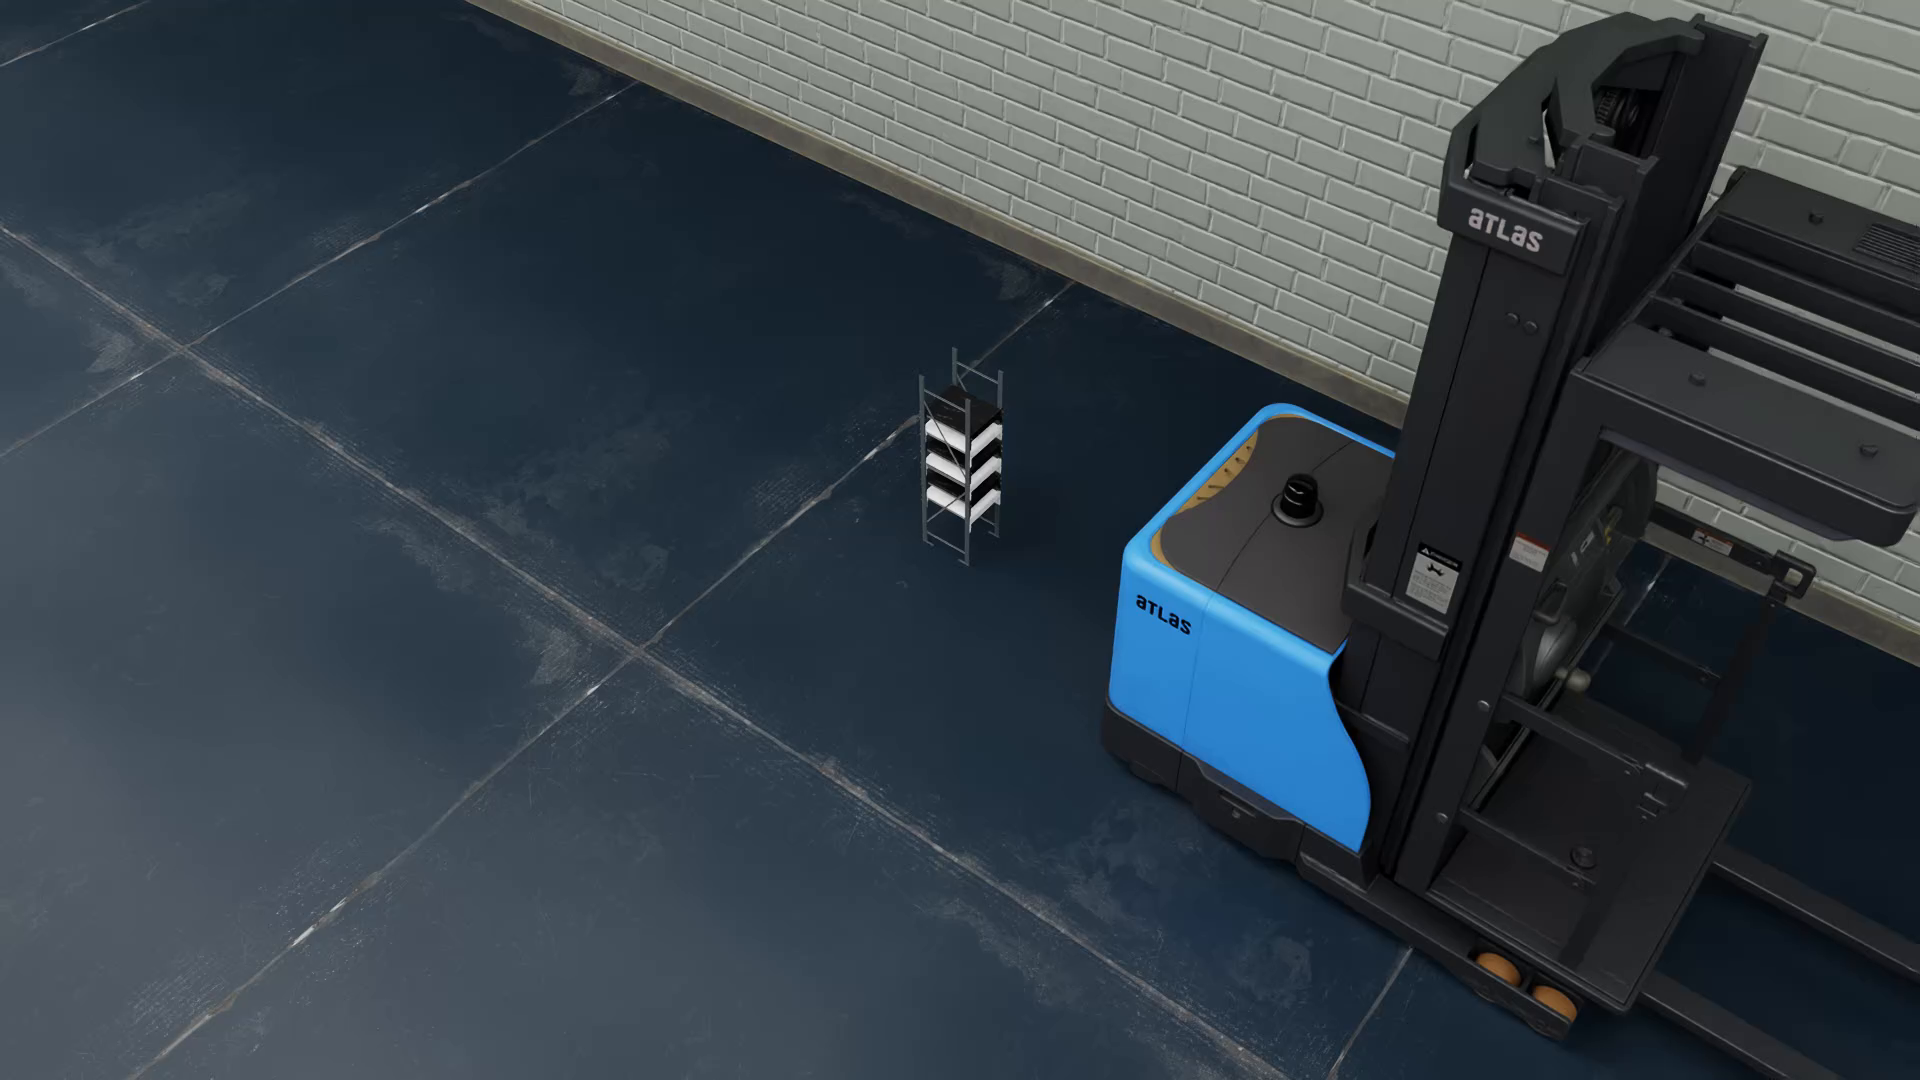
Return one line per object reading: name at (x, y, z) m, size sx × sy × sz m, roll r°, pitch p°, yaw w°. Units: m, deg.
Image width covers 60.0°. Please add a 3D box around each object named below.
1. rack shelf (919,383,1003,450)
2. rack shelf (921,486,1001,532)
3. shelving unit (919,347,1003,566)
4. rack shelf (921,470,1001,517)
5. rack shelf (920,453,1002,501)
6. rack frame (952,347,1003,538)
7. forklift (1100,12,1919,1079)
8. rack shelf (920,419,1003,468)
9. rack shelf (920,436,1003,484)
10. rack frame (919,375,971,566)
rack shelf at (0.005, -0.479, 6.423) m, size 0.258 × 0.077 × 0.200 m, roll 29°, pitch 53°, yaw 25°
rack shelf at (0.005, -0.168, 6.748) m, size 0.258 × 0.077 × 0.200 m, roll 29°, pitch 53°, yaw 25°
shelving unit at (0.005, -0.315, 6.594) m, size 0.258 × 0.900 × 0.210 m, roll 29°, pitch 53°, yaw 25°
rack shelf at (0.005, -0.230, 6.683) m, size 0.258 × 0.077 × 0.200 m, roll 29°, pitch 53°, yaw 25°
rack shelf at (0.005, -0.292, 6.618) m, size 0.258 × 0.077 × 0.200 m, roll 29°, pitch 53°, yaw 25°
rack frame at (0.067, -0.374, 6.649) m, size 0.240 × 0.900 × 0.006 m, roll 29°, pitch 53°, yaw 25°
forklift at (1.987, 0.151, 4.744) m, size 3.031 × 2.935 × 1.130 m, roll 30°, pitch 53°, yaw 25°
rack shelf at (0.005, -0.417, 6.488) m, size 0.258 × 0.077 × 0.200 m, roll 29°, pitch 53°, yaw 25°
rack shelf at (0.005, -0.355, 6.553) m, size 0.258 × 0.077 × 0.200 m, roll 29°, pitch 53°, yaw 25°
rack frame at (-0.057, -0.257, 6.538) m, size 0.240 × 0.900 × 0.006 m, roll 29°, pitch 53°, yaw 25°
